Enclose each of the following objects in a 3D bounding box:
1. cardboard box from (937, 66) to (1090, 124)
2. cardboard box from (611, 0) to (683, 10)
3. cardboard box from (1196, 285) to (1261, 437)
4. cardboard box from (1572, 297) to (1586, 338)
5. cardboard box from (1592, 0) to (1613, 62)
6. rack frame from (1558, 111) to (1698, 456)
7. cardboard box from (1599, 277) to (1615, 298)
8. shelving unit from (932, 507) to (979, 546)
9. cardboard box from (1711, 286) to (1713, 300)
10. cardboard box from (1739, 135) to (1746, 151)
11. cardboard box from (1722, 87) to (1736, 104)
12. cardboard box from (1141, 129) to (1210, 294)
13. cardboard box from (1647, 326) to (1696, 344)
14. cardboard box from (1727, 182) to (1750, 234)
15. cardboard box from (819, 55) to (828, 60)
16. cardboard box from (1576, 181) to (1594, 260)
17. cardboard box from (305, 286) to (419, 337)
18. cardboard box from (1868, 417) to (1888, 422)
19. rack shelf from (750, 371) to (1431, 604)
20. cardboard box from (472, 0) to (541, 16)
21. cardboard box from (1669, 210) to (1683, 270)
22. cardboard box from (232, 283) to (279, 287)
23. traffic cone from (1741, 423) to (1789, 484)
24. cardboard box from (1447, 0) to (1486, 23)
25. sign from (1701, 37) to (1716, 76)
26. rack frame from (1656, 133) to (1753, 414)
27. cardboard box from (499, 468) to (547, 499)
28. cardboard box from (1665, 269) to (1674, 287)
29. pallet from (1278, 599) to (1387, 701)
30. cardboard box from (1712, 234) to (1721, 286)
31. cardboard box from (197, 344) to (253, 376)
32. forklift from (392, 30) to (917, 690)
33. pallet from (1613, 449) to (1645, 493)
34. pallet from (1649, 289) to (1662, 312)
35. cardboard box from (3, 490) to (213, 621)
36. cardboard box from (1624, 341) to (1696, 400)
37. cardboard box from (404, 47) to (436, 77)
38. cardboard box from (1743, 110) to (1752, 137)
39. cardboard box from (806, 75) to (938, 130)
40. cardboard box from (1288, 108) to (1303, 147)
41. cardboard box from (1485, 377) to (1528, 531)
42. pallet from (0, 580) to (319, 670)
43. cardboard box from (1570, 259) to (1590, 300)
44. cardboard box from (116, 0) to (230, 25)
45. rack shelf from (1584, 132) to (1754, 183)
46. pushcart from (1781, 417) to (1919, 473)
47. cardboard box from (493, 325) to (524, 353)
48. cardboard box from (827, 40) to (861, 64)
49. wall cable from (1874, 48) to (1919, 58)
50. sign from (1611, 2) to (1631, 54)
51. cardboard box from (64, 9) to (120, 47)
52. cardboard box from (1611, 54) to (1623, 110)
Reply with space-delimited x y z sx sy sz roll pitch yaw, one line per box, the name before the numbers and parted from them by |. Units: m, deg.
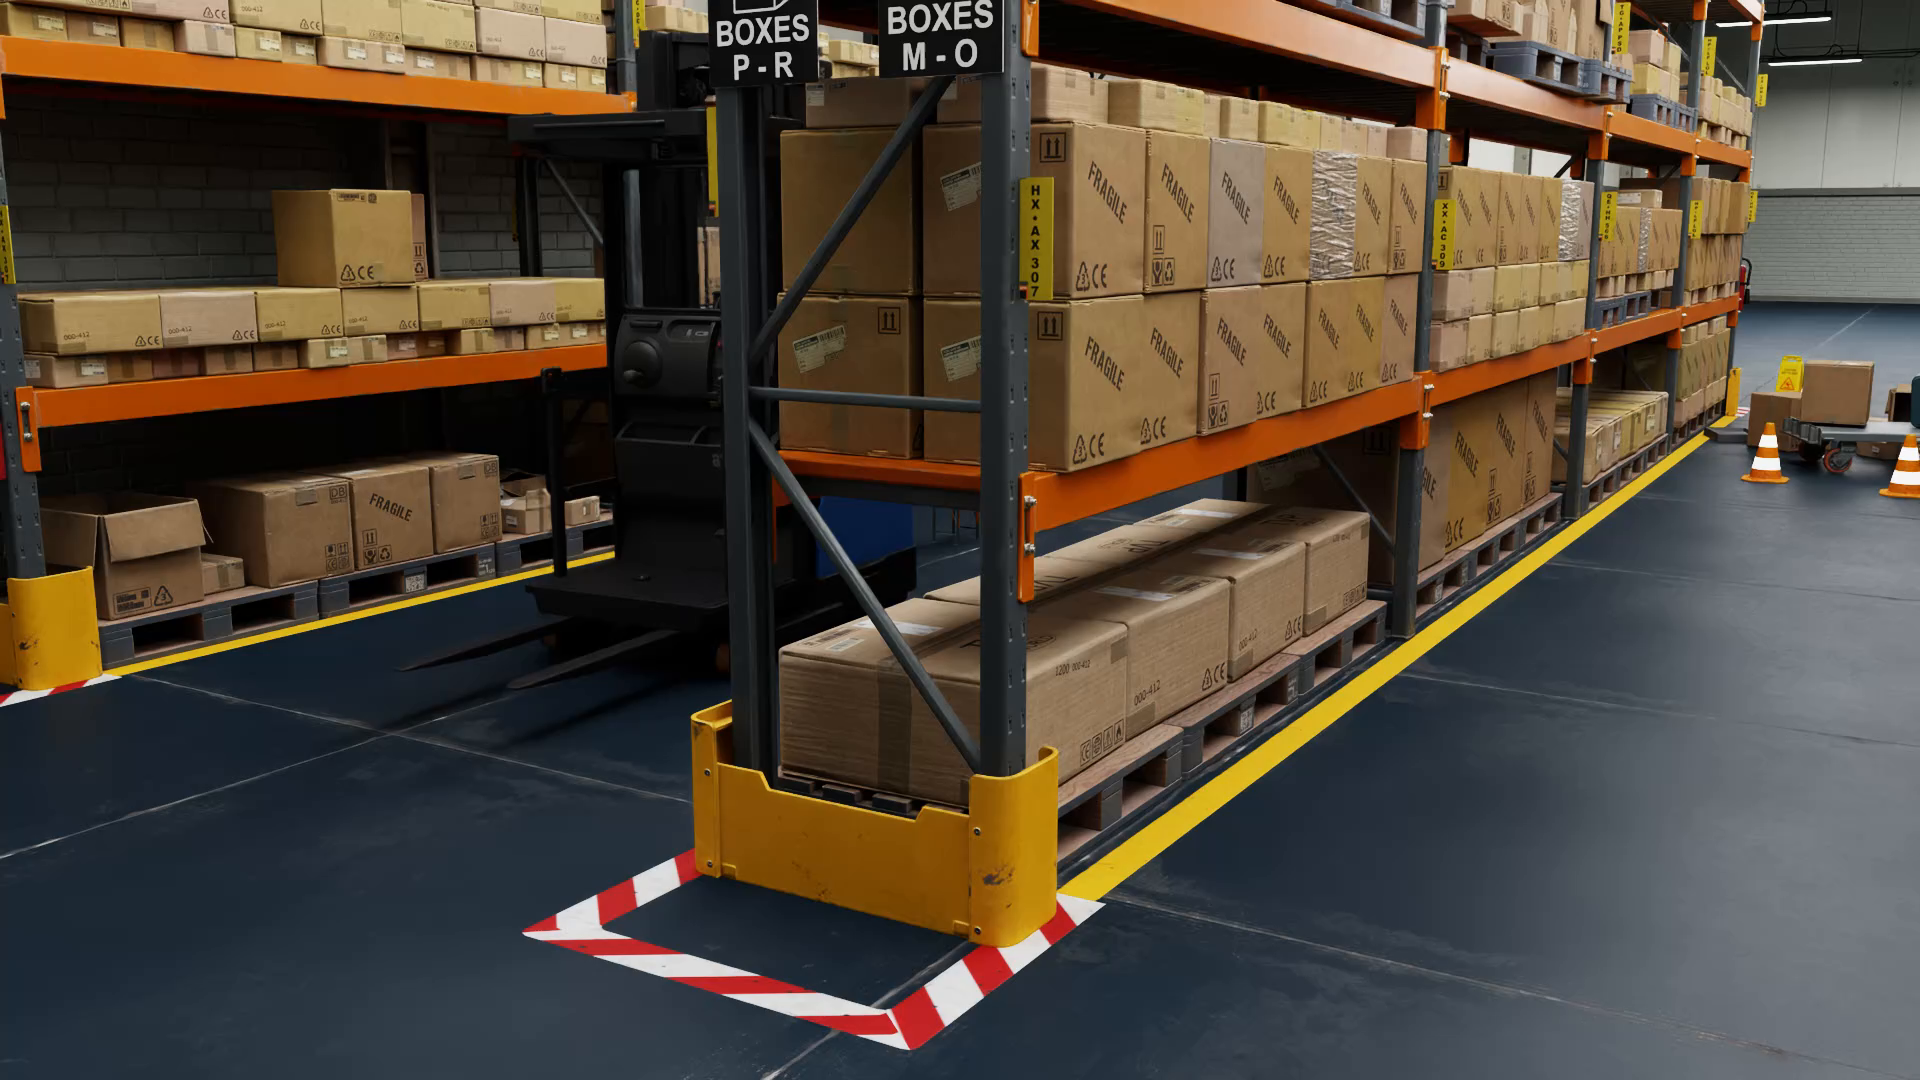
cardboard box | 0.156 -1.291 4.862 0.380 0.149 0.250 7 13 32
cardboard box | -1.978 -3.475 10.465 0.396 0.266 0.258 6 12 30
cardboard box | 0.748 -0.660 5.971 0.500 0.500 0.500 6 12 30
cardboard box | 3.848 -1.482 11.043 0.500 0.250 0.500 6 12 29
cardboard box | 3.822 -3.318 10.869 0.797 0.503 0.637 6 12 27
rack frame | 5.965 -2.290 14.947 1.000 3.000 0.127 6 12 31
cardboard box | 4.573 -1.857 12.176 0.380 0.149 0.250 5 12 27
shelving unit | -0.028 -0.508 10.727 0.215 1.050 0.252 6 12 31
cardboard box | 7.182 -2.428 16.367 0.380 0.149 0.250 6 12 30
cardboard box | 7.994 -4.145 17.386 0.380 0.149 0.250 6 12 31
cardboard box | 7.351 -4.336 16.241 0.380 0.149 0.250 7 13 32
cardboard box | 0.490 -1.073 5.461 0.500 0.500 0.500 6 12 29
cardboard box | 6.618 -1.913 15.465 0.380 0.149 0.250 7 12 32
cardboard box | 7.517 -3.335 16.736 0.700 0.500 0.500 6 12 30
cardboard box | -1.161 -3.365 11.808 0.380 0.149 0.250 7 13 32
cardboard box | 3.843 -2.095 10.918 0.500 0.500 0.500 6 12 29
cardboard box | -3.274 -1.236 8.918 0.500 0.250 0.500 6 12 29
cardboard box | 9.088 -1.118 16.439 0.250 0.149 0.380 -6 12 -28
rack shelf | 0.773 -0.363 6.613 1.077 0.370 4.000 6 12 31
cardboard box | -2.745 -3.115 9.443 0.500 0.250 0.500 6 12 30
cardboard box | 5.921 -2.597 14.367 0.500 0.500 0.500 6 12 30
cardboard box | -3.696 -1.287 9.190 0.500 0.250 0.500 6 12 31
traffic cone | 6.518 -0.714 13.425 0.336 0.463 0.334 6 12 31
cardboard box | 2.371 -2.691 8.166 0.396 0.266 0.258 6 12 30
sign | 6.441 -4.159 14.307 0.100 0.325 0.005 6 12 31
rack frame | 8.042 -2.919 18.308 1.000 3.000 0.127 6 12 31
cardboard box | -2.978 -0.309 10.531 0.500 0.311 0.500 7 13 33
cardboard box | 5.934 -2.265 14.359 0.380 0.149 0.250 7 12 32
pallet | 1.350 0.451 7.884 1.003 0.211 1.213 6 12 31
cardboard box | 7.190 -2.768 16.421 0.500 0.500 0.500 7 12 31
cardboard box | -3.721 -0.901 8.212 0.380 0.149 0.250 7 13 32
forklift | -1.353 -0.913 7.779 1.130 2.935 3.031 5 12 26
pallet | 4.930 -0.604 13.520 1.003 0.211 1.213 6 12 31
pallet | 5.444 -2.089 14.397 1.003 0.211 1.213 6 12 31
cardboard box | -4.111 0.057 8.053 0.797 0.503 0.637 6 12 28
cardboard box | 6.502 -1.580 15.451 0.500 0.500 0.500 7 13 33
cardboard box | -3.064 -2.574 8.997 0.380 0.149 0.250 7 12 31
cardboard box | 8.006 -4.359 17.451 0.500 0.250 0.500 6 12 30
cardboard box | -0.250 -1.337 5.109 0.380 0.149 0.250 7 12 31
cardboard box | 1.091 -1.577 6.389 0.380 0.149 0.250 6 12 31
cardboard box | 2.992 -0.582 10.459 0.875 0.875 0.875 7 12 31
pallet | -4.057 0.357 8.387 1.003 0.211 1.213 6 12 31
cardboard box | 3.854 -1.732 11.018 0.500 0.250 0.500 6 12 30
cardboard box | -3.799 -2.548 7.778 0.500 0.250 0.500 7 13 32
rack shelf | 7.003 -3.725 16.418 1.077 0.370 4.000 6 12 31
pushcart | 7.940 -0.791 14.067 1.648 0.377 0.936 2 11 11
cardboard box | -2.773 -1.182 9.716 0.380 0.149 0.250 7 13 32
cardboard box | -0.955 -3.591 12.261 0.380 0.149 0.250 6 12 31
wall cable | 25.858 -14.011 43.605 3.097 2.526 0.112 6 12 31
sign | 4.358 -3.374 10.966 0.100 0.325 0.005 6 12 31
cardboard box | -4.031 -2.299 7.526 0.380 0.149 0.250 7 12 32
cardboard box | 4.389 -3.332 12.093 0.700 0.500 0.500 6 12 31
